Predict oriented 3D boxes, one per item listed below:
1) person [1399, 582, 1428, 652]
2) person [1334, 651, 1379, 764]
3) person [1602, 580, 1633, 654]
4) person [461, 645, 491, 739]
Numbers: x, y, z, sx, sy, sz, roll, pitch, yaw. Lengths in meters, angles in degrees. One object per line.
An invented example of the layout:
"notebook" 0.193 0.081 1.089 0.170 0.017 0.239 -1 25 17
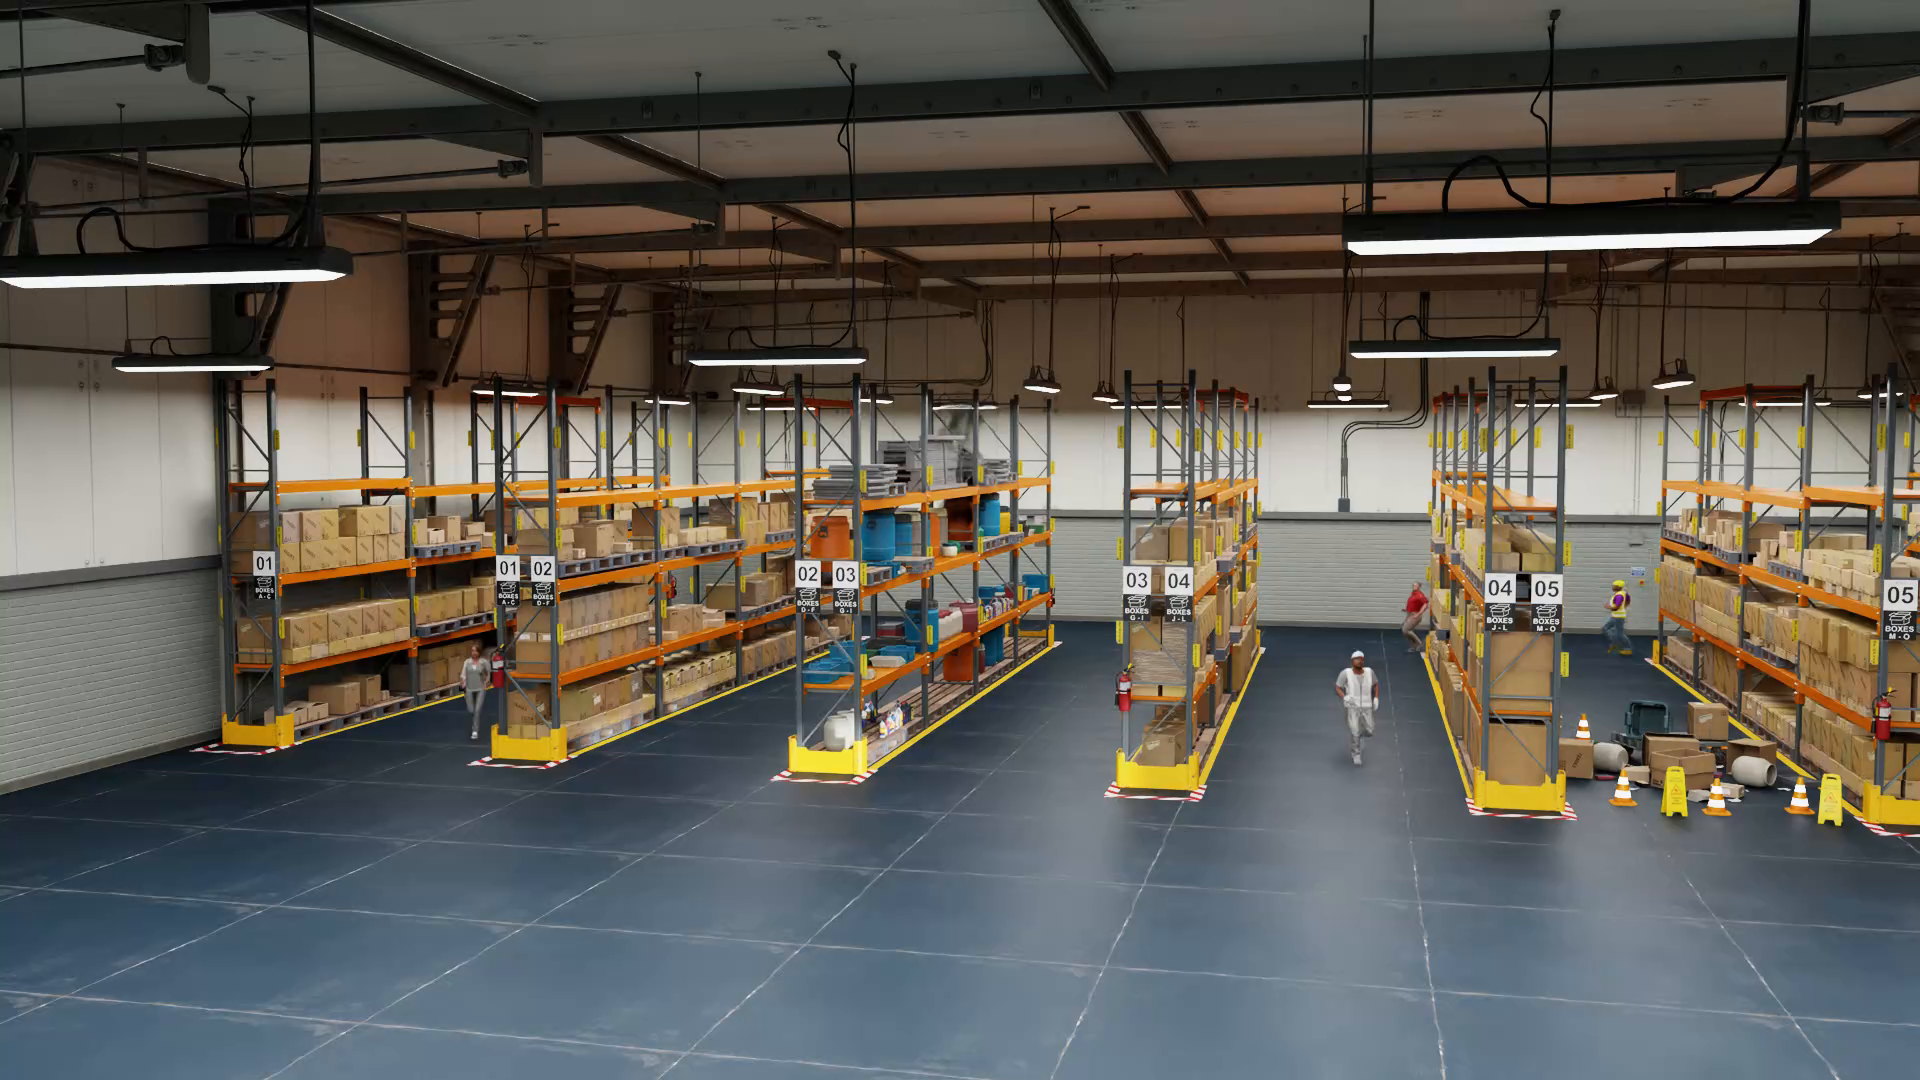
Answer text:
"person" 10.671 1.816 39.187 0.520 1.680 0.737 0 3 -7
"person" 6.182 2.591 25.846 0.718 1.739 0.627 0 3 -4
"person" 15.325 1.807 38.707 0.680 1.761 0.689 1 4 14
"person" -8.158 2.543 28.081 0.536 1.565 0.651 0 3 -7
